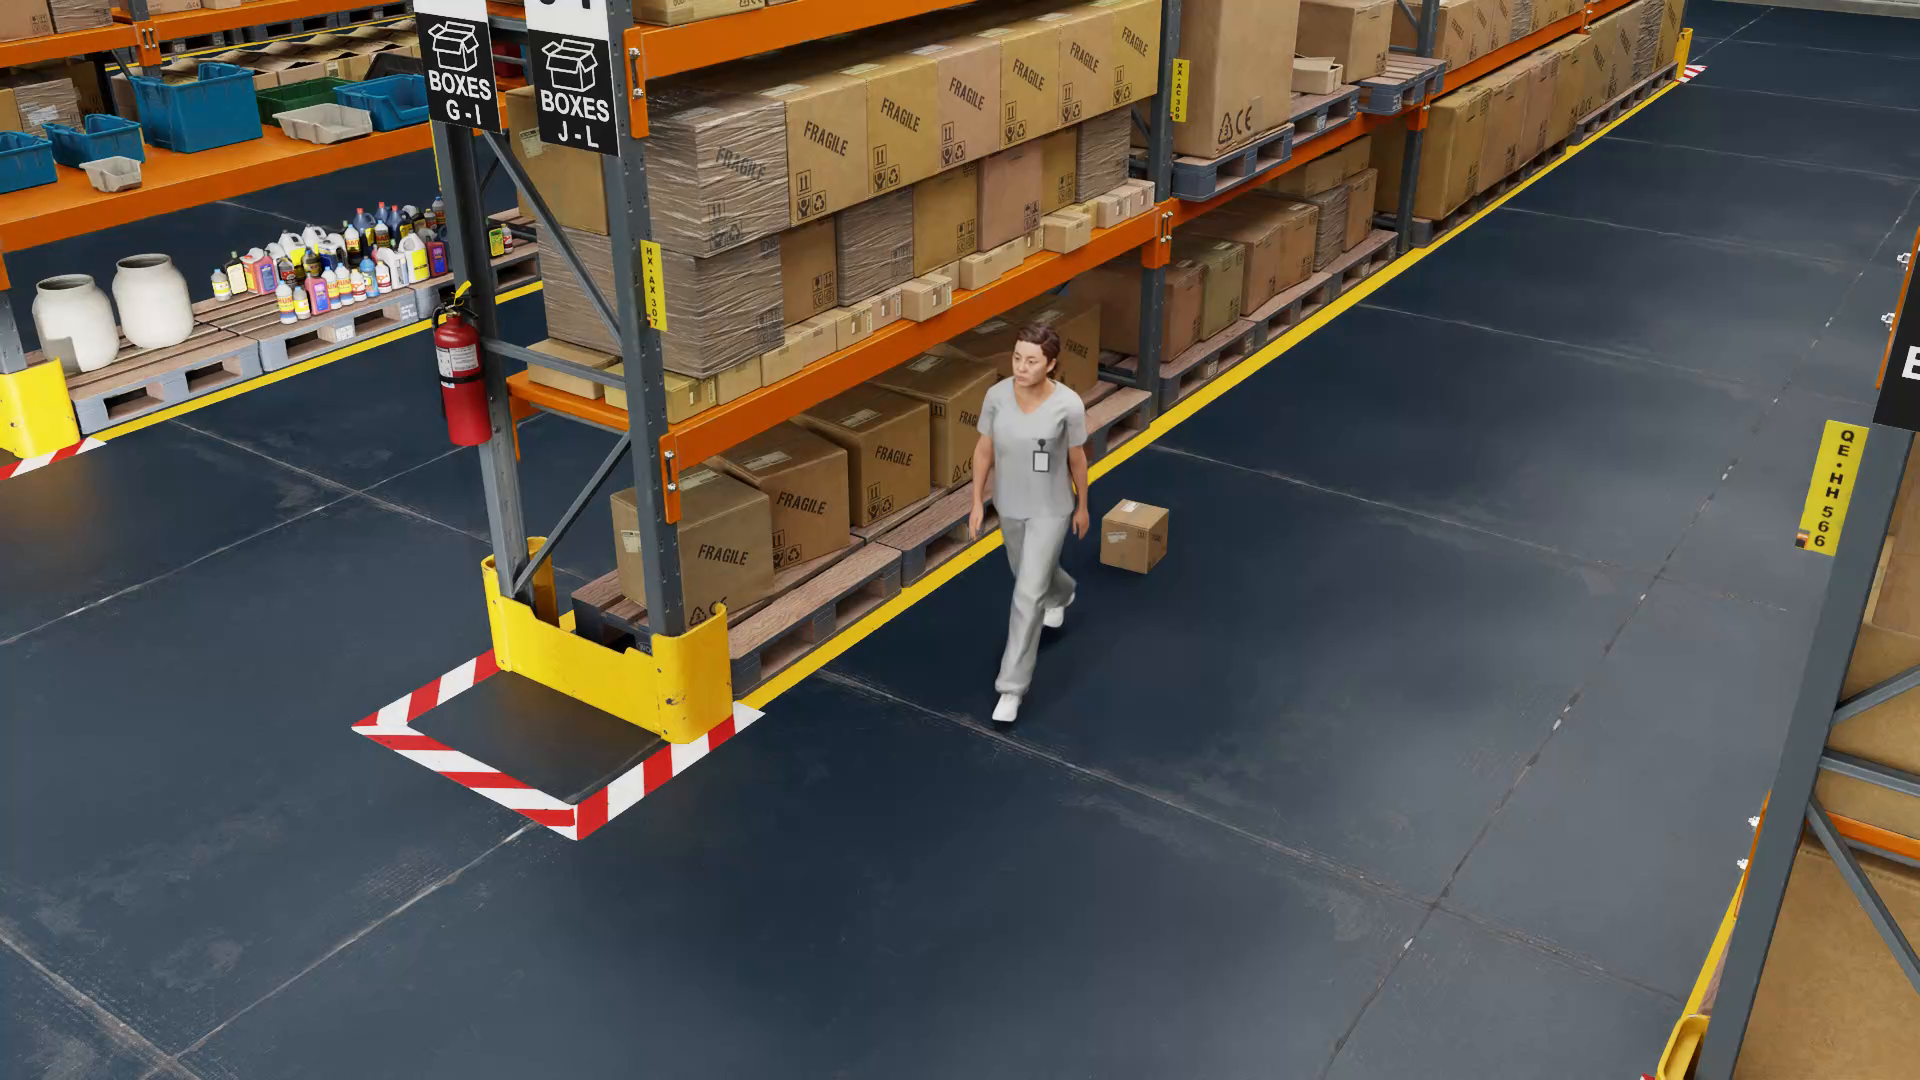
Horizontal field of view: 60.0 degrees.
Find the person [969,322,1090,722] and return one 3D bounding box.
[{"bbox_3d":[0.300,-0.156,6.943,0.458,1.624,1.032,12,29,22],"label":"person"}]
